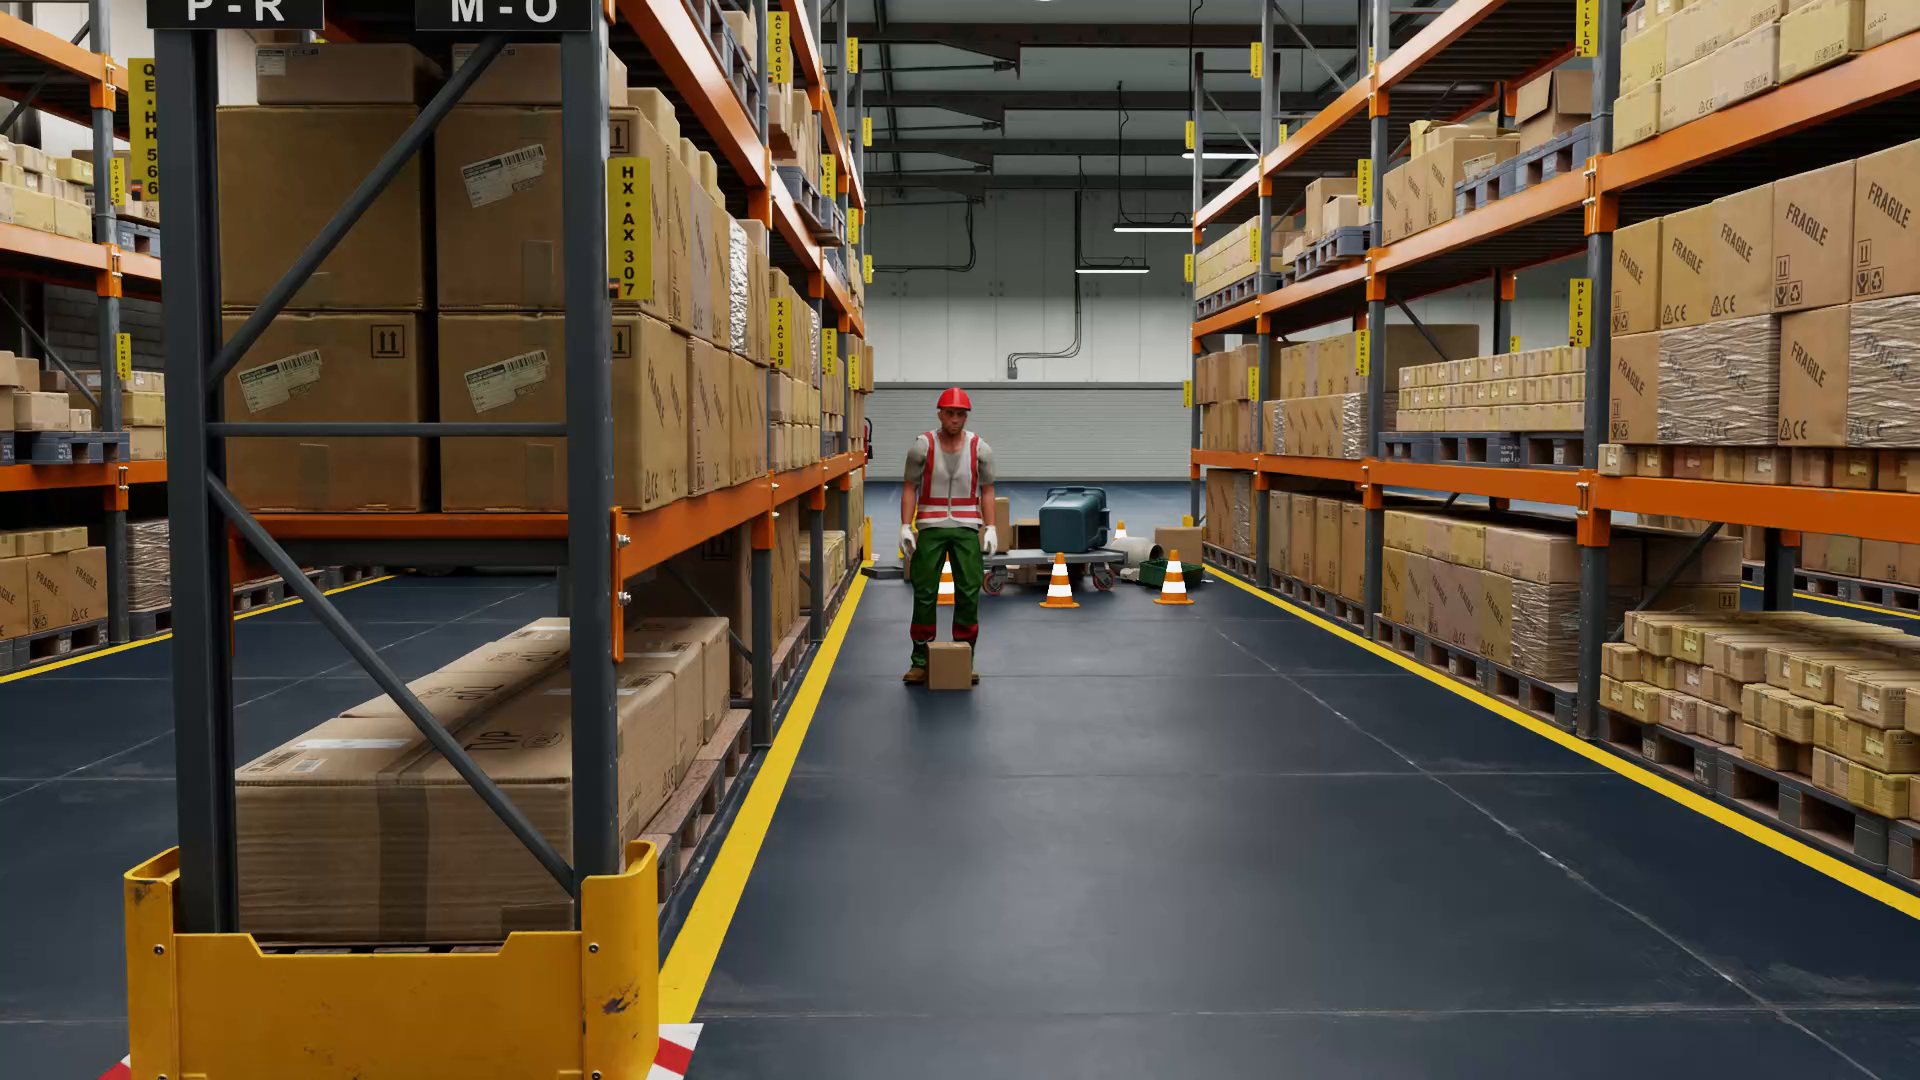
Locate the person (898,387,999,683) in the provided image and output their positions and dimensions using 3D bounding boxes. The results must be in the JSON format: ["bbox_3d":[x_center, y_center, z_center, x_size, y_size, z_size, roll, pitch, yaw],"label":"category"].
[{"bbox_3d":[-0.068,-0.030,10.041,0.609,1.777,0.453,0,4,-4],"label":"person"}]
